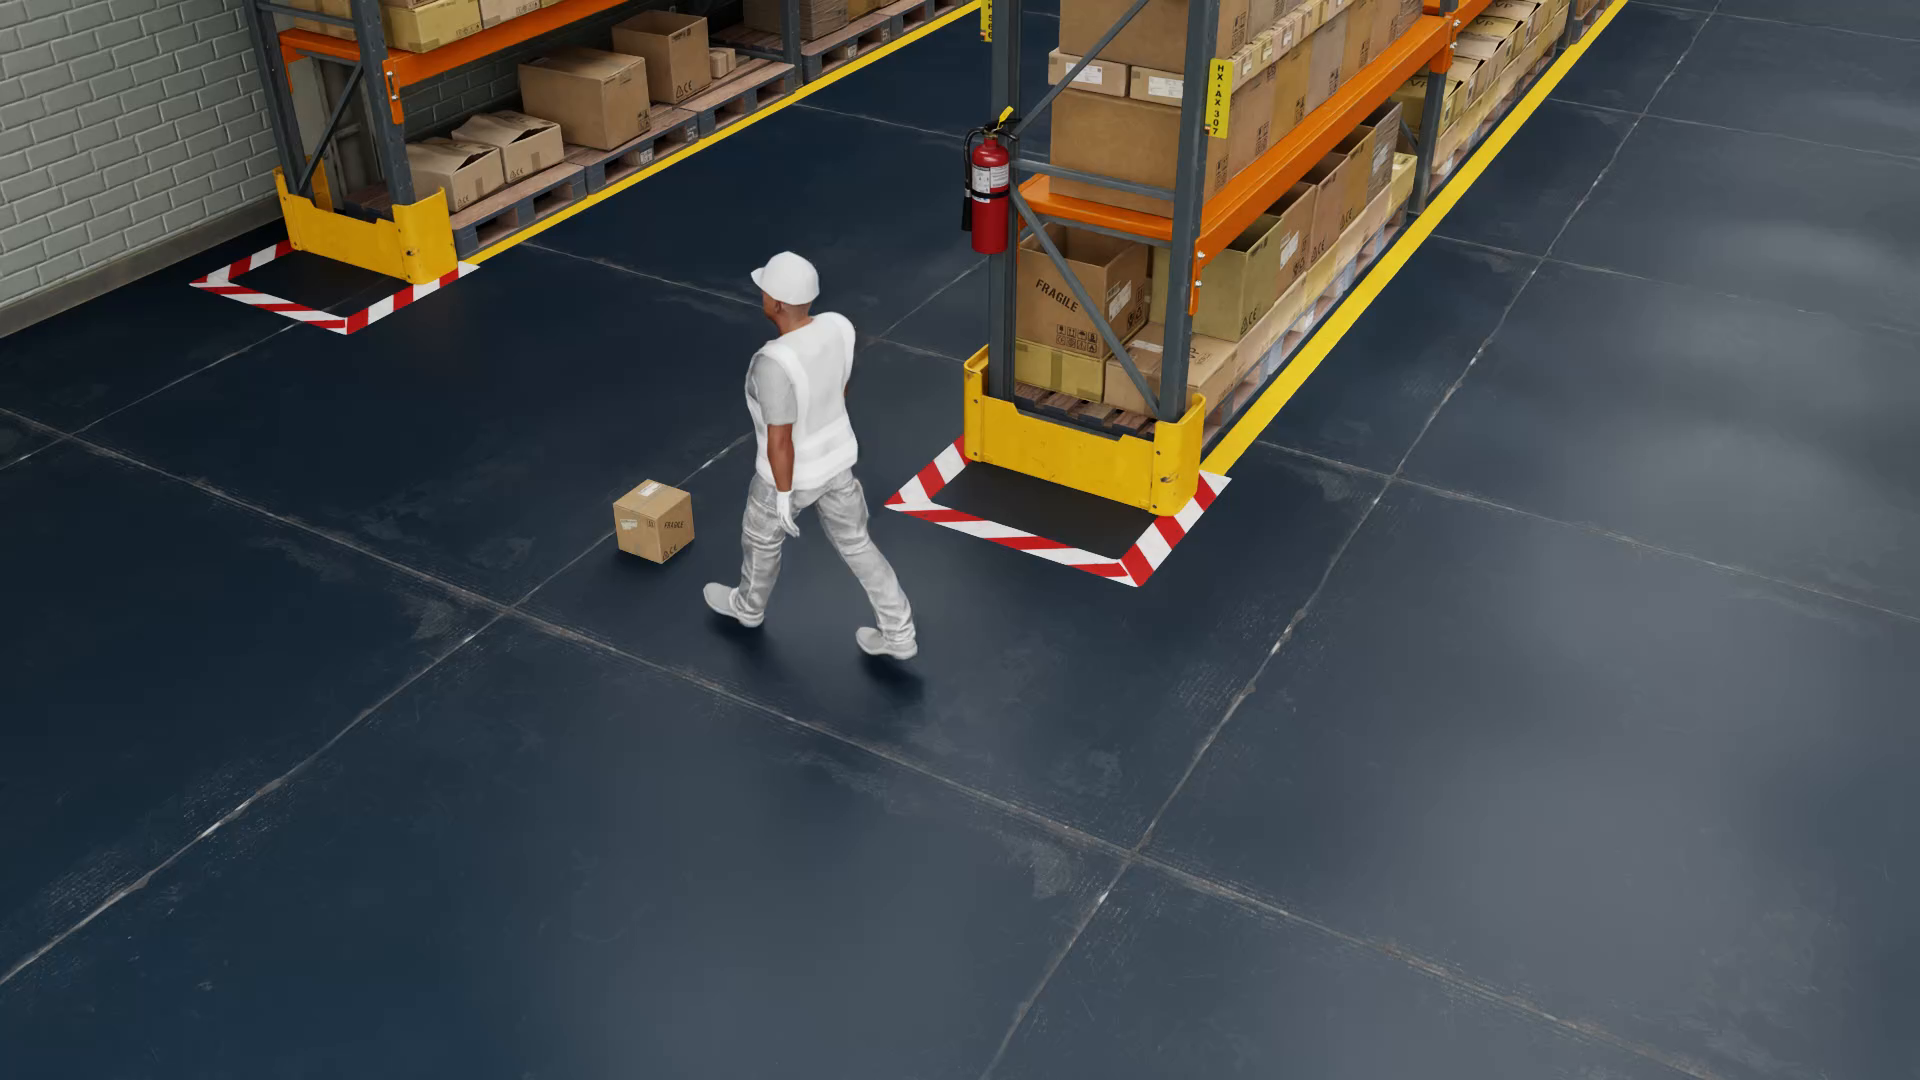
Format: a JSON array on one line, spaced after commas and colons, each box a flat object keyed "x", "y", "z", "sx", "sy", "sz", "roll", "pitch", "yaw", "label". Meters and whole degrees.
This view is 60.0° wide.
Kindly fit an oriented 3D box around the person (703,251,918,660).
[{"x": -0.634, "y": -0.323, "z": 6.609, "sx": 1.018, "sy": 1.746, "sz": 0.560, "roll": 23, "pitch": 40, "yaw": 30, "label": "person"}]
